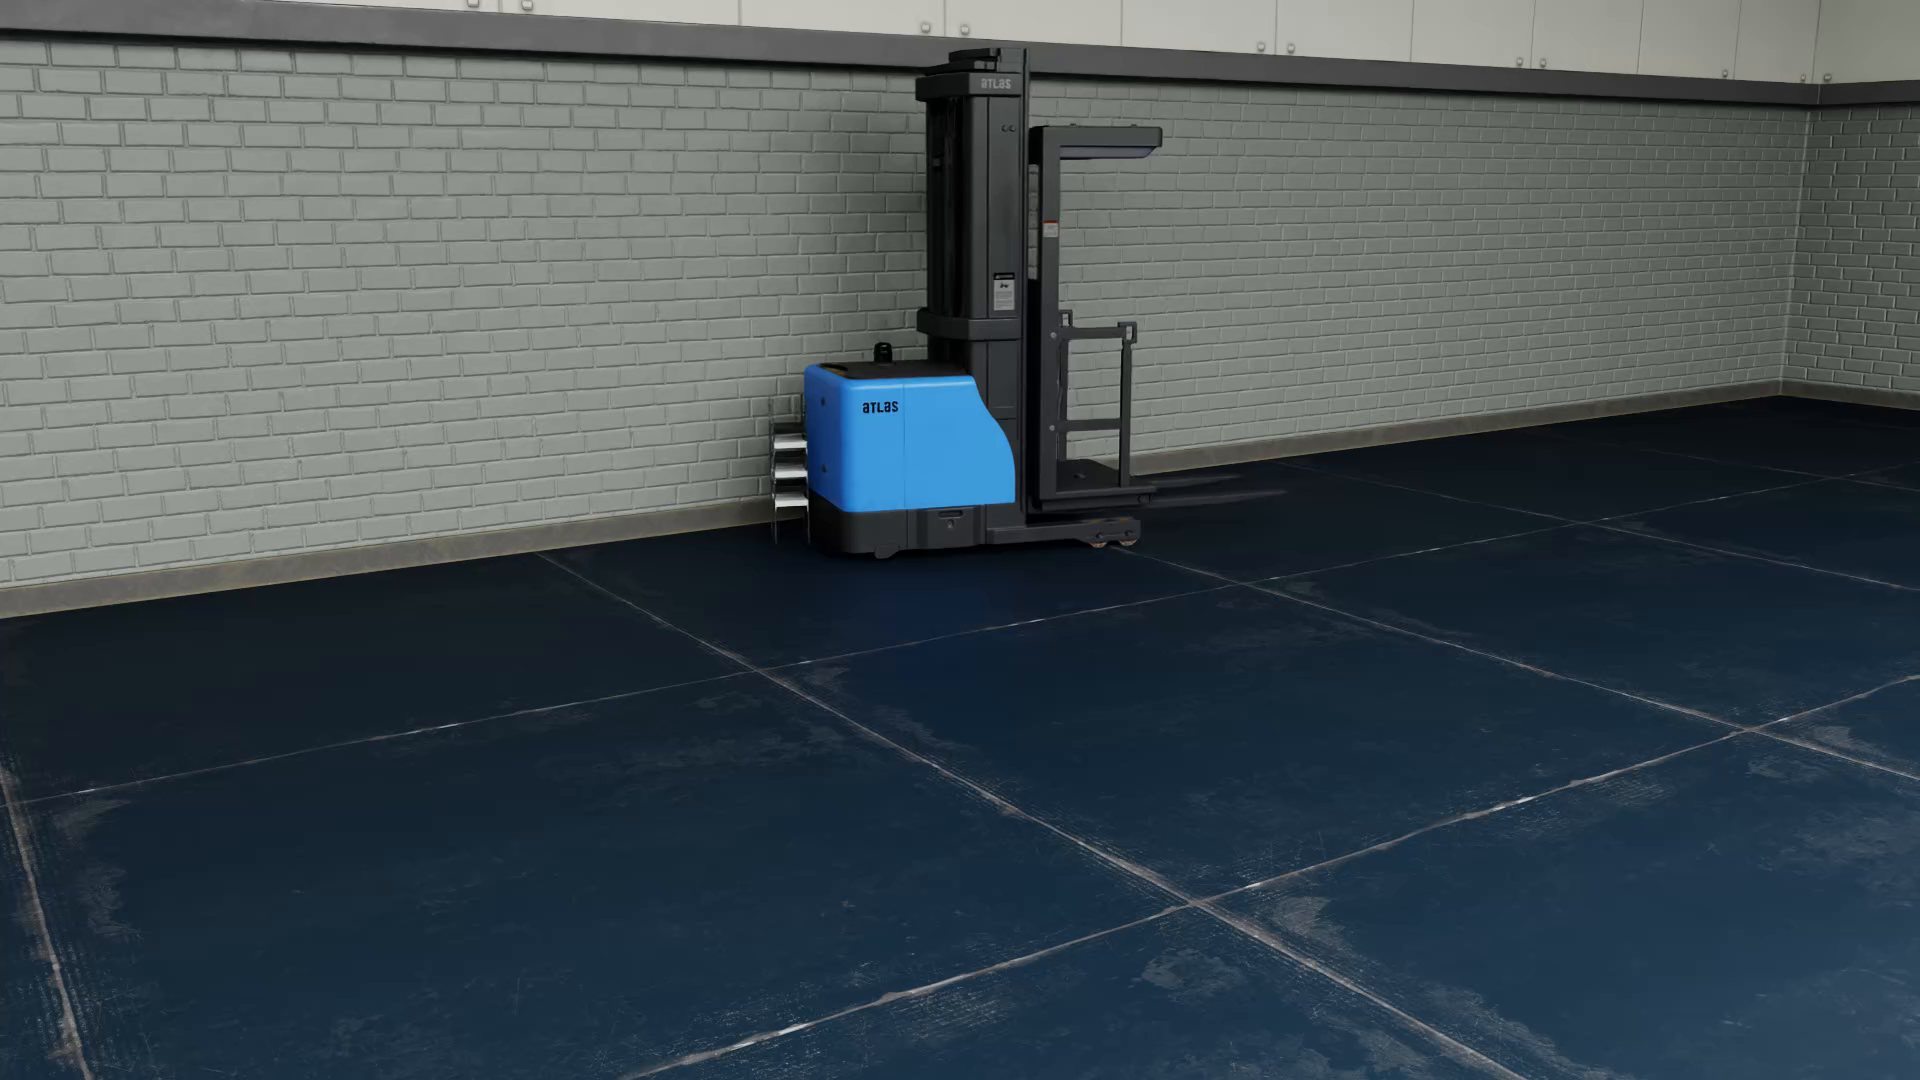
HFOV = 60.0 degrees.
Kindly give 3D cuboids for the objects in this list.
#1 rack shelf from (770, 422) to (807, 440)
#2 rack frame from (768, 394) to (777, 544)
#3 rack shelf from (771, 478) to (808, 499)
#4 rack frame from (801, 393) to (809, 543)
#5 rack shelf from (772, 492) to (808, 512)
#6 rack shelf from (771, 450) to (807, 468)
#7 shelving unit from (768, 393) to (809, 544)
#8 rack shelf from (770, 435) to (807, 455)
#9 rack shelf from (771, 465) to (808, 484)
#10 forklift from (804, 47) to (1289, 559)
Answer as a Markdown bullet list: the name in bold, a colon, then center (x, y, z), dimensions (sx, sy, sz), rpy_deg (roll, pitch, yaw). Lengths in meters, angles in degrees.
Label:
- **rack shelf**: center (-1.058, -0.673, 10.225), dimensions (0.200, 0.077, 0.258), rpy_deg (-3, 13, -12)
- **rack frame**: center (-1.158, -0.437, 10.255), dimensions (0.006, 0.900, 0.240), rpy_deg (-3, 13, -12)
- **rack shelf**: center (-1.058, -0.321, 10.302), dimensions (0.200, 0.077, 0.258), rpy_deg (-3, 13, -12)
- **rack frame**: center (-0.959, -0.446, 10.297), dimensions (0.006, 0.900, 0.240), rpy_deg (-3, 13, -12)
- **rack shelf**: center (-1.058, -0.233, 10.321), dimensions (0.200, 0.077, 0.258), rpy_deg (-3, 13, -12)
- **rack shelf**: center (-1.058, -0.497, 10.264), dimensions (0.200, 0.077, 0.258), rpy_deg (-3, 13, -12)
- **shelving unit**: center (-1.058, -0.442, 10.276), dimensions (0.210, 0.900, 0.258), rpy_deg (-3, 13, -12)
- **rack shelf**: center (-1.058, -0.585, 10.244), dimensions (0.200, 0.077, 0.258), rpy_deg (-3, 13, -12)
- **rack shelf**: center (-1.058, -0.409, 10.283), dimensions (0.200, 0.077, 0.258), rpy_deg (-3, 13, -12)
- **forklift**: center (0.590, -1.488, 10.307), dimensions (3.031, 2.935, 1.130), rpy_deg (-4, 13, -19)
